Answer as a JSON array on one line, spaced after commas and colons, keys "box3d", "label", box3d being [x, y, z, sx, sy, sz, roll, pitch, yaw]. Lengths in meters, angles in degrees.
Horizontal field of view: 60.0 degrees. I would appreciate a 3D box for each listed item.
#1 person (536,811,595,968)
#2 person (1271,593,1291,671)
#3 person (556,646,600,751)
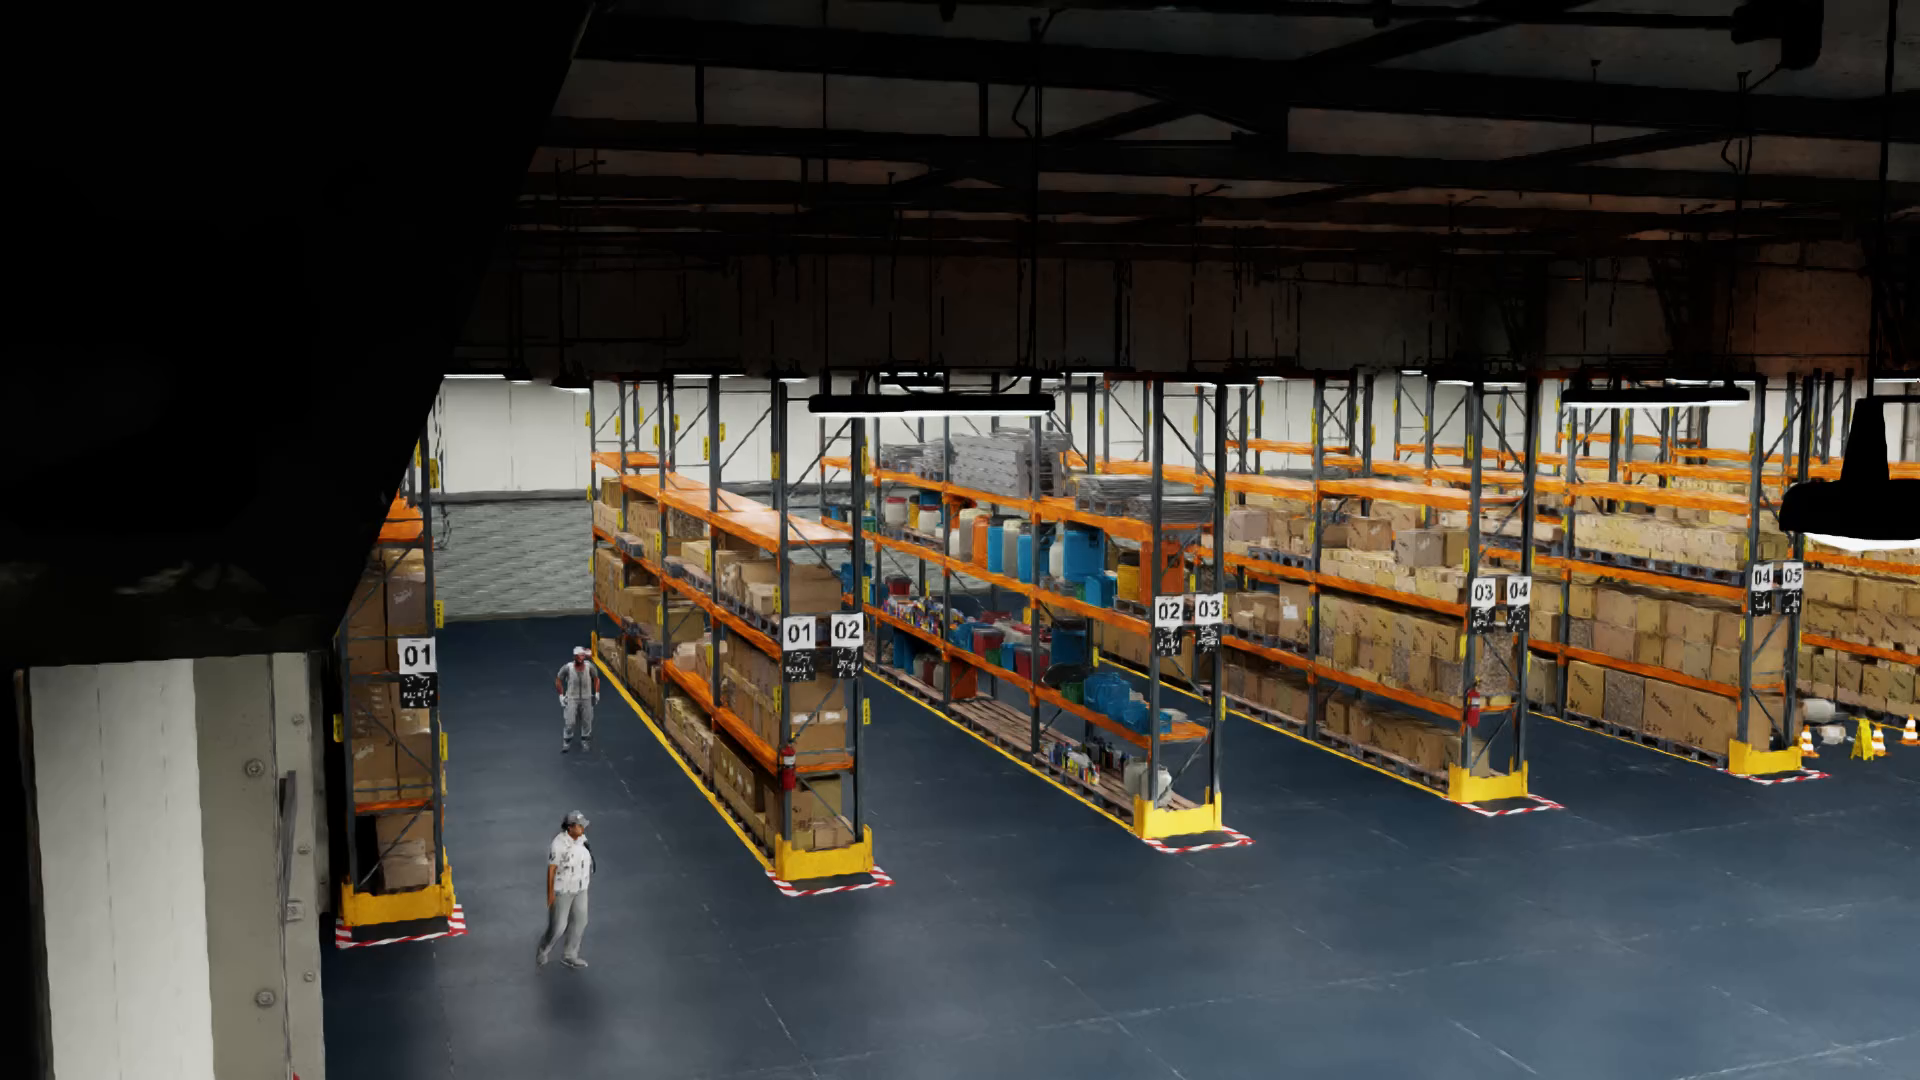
[{"box3d": [-4.094, 3.604, 17.181, 0.589, 1.650, 0.547, 4, 8, 33], "label": "person"}, {"box3d": [6.261, 1.848, 32.636, 0.477, 1.675, 0.493, 1, 6, 9], "label": "person"}, {"box3d": [-6.069, 2.525, 26.458, 0.677, 1.742, 0.552, -3, 7, -22], "label": "person"}]
